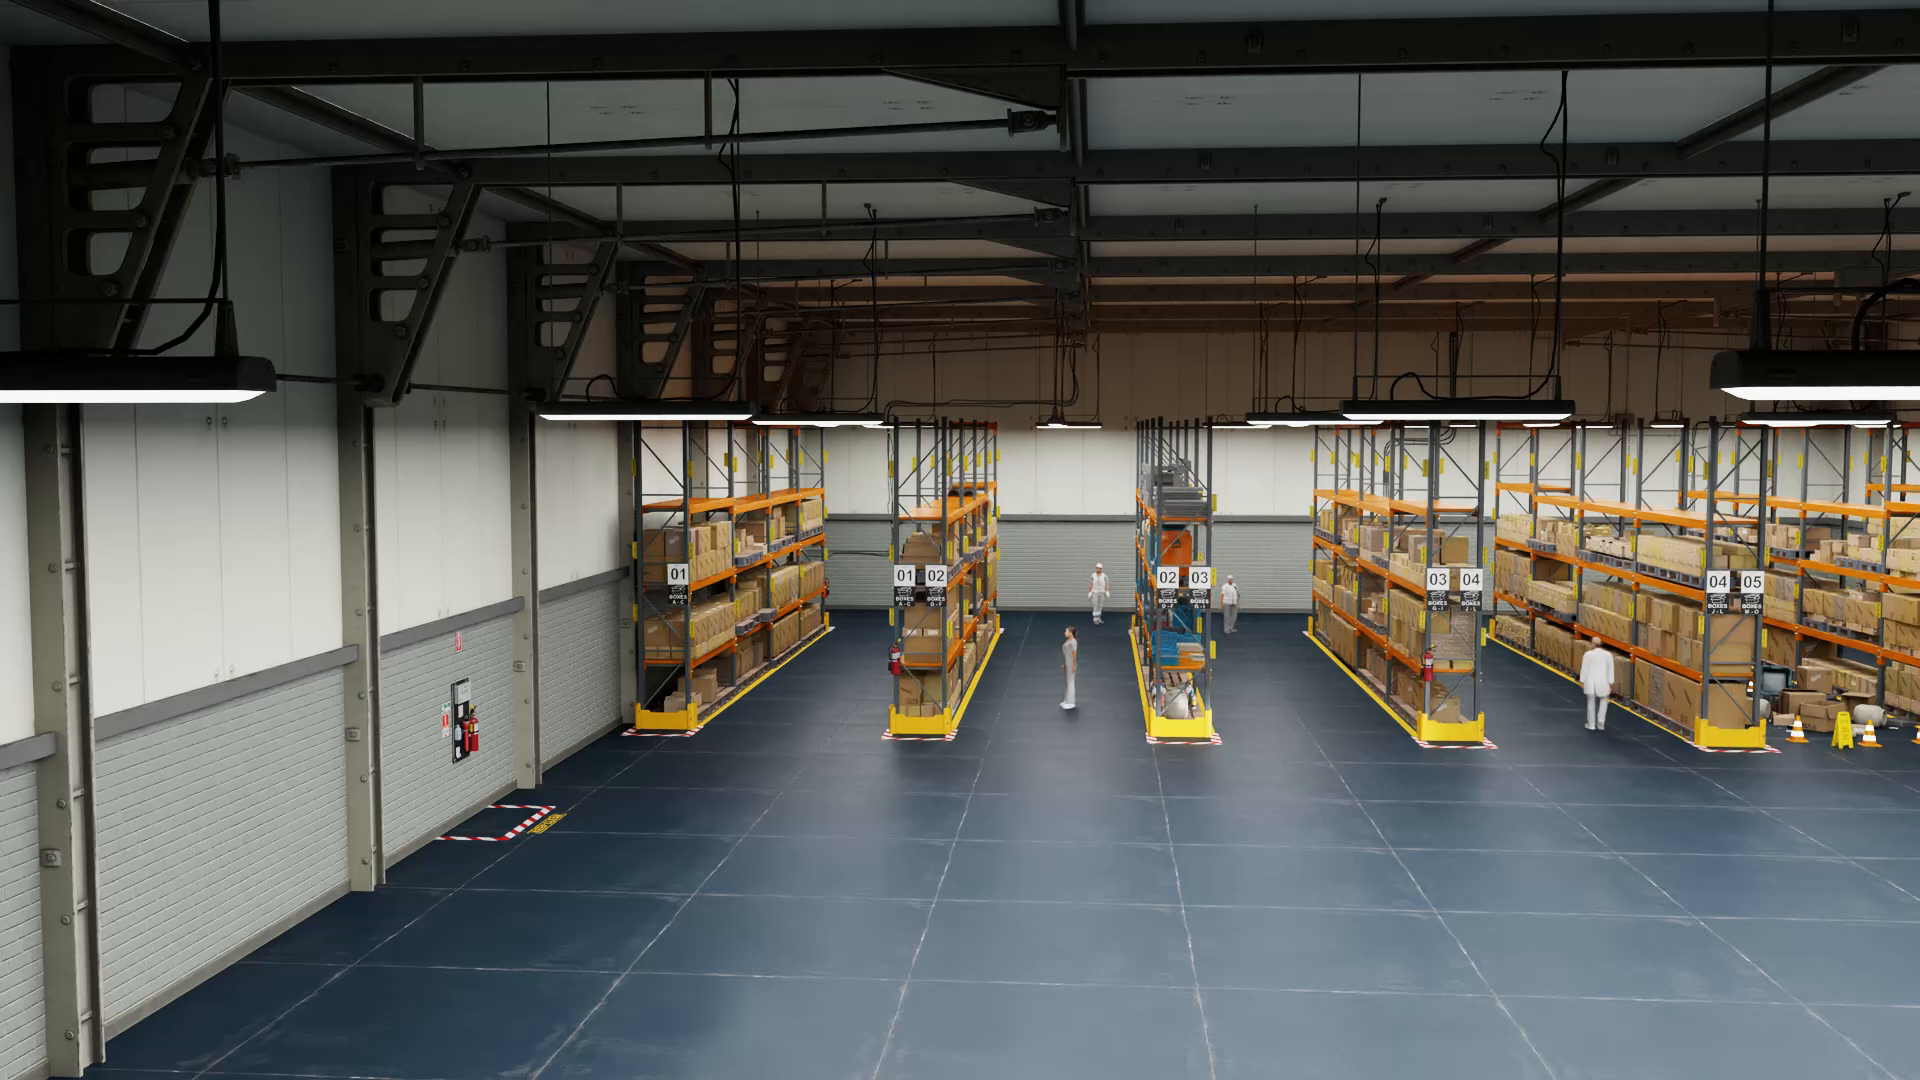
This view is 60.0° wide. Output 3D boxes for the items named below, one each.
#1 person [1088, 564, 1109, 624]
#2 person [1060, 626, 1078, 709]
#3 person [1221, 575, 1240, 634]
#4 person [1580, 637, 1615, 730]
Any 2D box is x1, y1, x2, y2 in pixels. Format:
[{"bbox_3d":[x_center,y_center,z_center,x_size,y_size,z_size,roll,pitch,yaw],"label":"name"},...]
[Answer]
[{"bbox_3d":[4.146,1.599,49.489,0.567,1.792,0.482,-1,4,-16],"label":"person"},{"bbox_3d":[2.260,2.632,34.575,0.413,1.688,0.468,-1,4,-11],"label":"person"},{"bbox_3d":[7.671,1.823,47.270,0.586,1.680,0.448,-1,4,-19],"label":"person"},{"bbox_3d":[12.216,2.814,31.865,0.614,1.736,0.514,2,4,29],"label":"person"}]
